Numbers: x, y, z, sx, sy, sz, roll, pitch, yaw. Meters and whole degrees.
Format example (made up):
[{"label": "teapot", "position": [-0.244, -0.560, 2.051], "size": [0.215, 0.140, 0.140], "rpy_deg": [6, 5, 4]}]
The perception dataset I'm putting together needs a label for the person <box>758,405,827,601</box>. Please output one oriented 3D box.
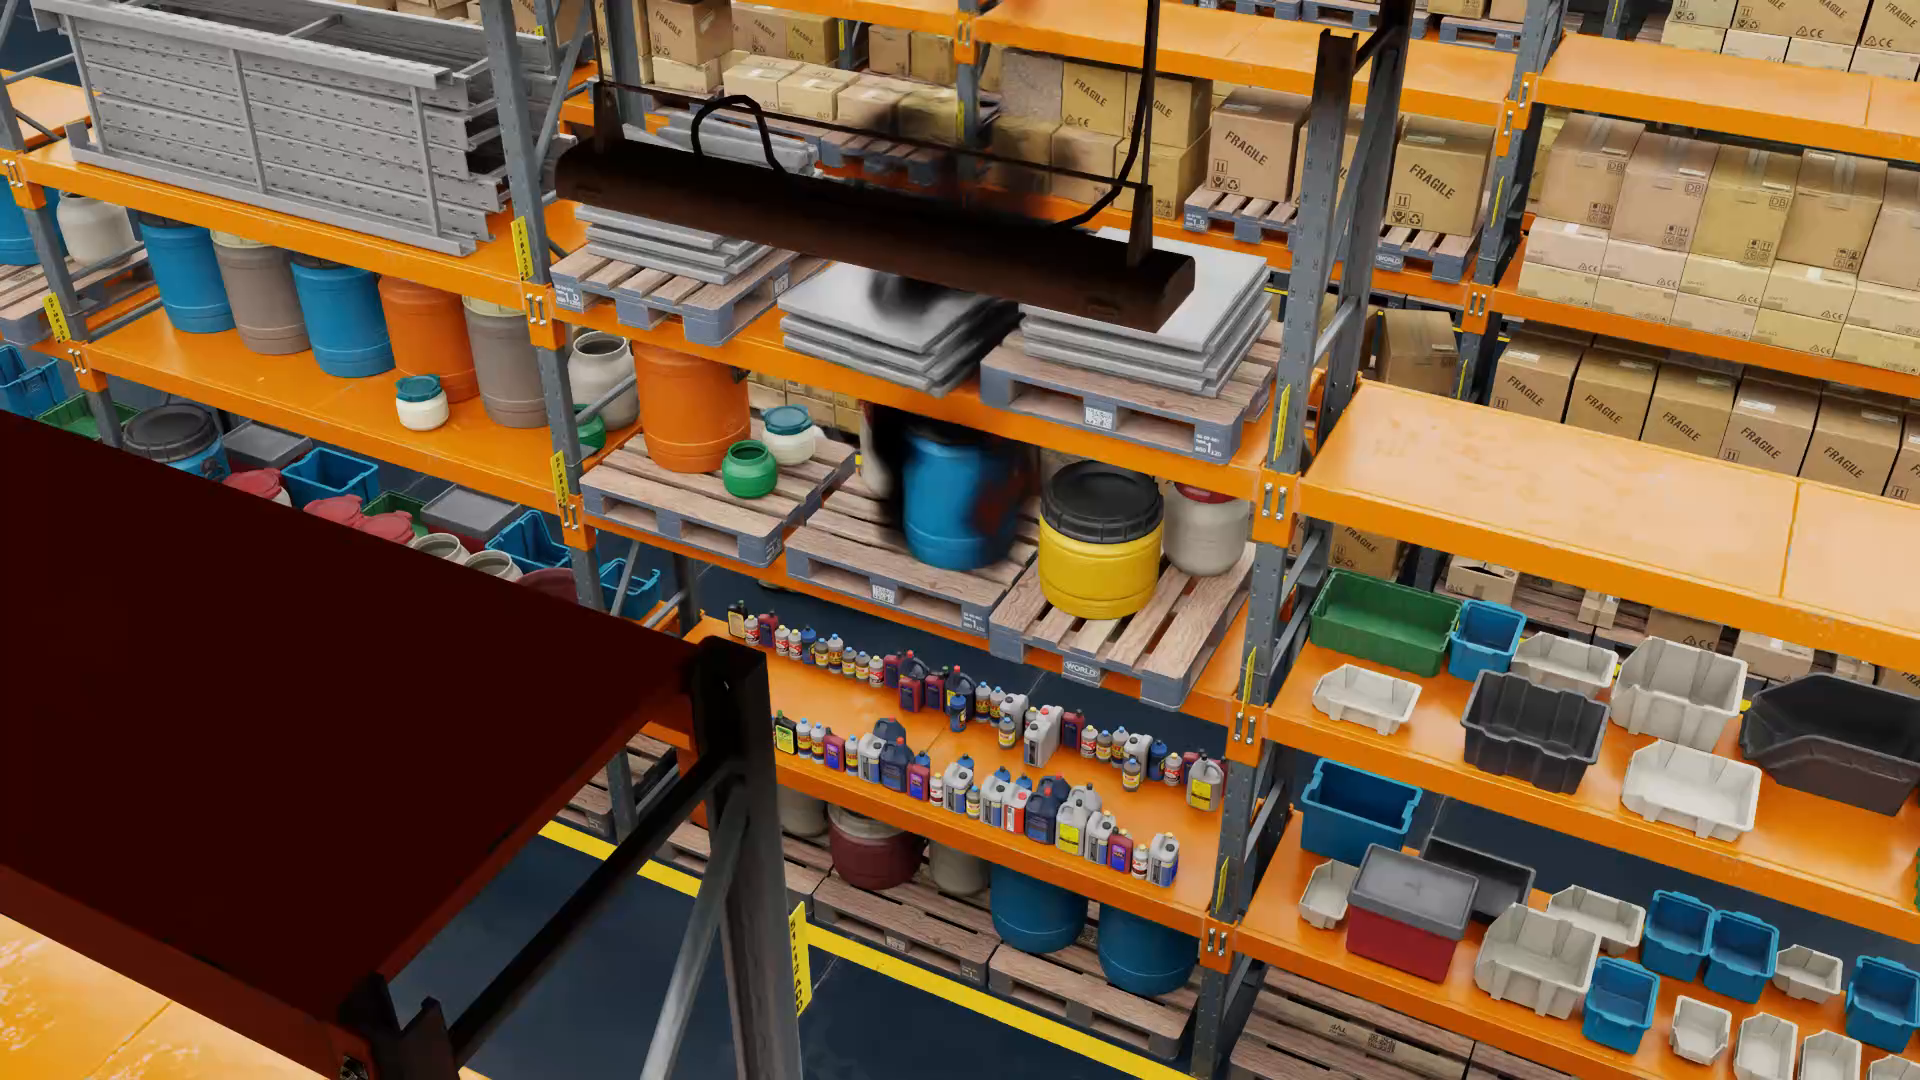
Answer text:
[{"label": "person", "position": [-1.229, -0.285, 12.766], "size": [0.826, 1.735, 0.715], "rpy_deg": [11, 37, 15]}]
